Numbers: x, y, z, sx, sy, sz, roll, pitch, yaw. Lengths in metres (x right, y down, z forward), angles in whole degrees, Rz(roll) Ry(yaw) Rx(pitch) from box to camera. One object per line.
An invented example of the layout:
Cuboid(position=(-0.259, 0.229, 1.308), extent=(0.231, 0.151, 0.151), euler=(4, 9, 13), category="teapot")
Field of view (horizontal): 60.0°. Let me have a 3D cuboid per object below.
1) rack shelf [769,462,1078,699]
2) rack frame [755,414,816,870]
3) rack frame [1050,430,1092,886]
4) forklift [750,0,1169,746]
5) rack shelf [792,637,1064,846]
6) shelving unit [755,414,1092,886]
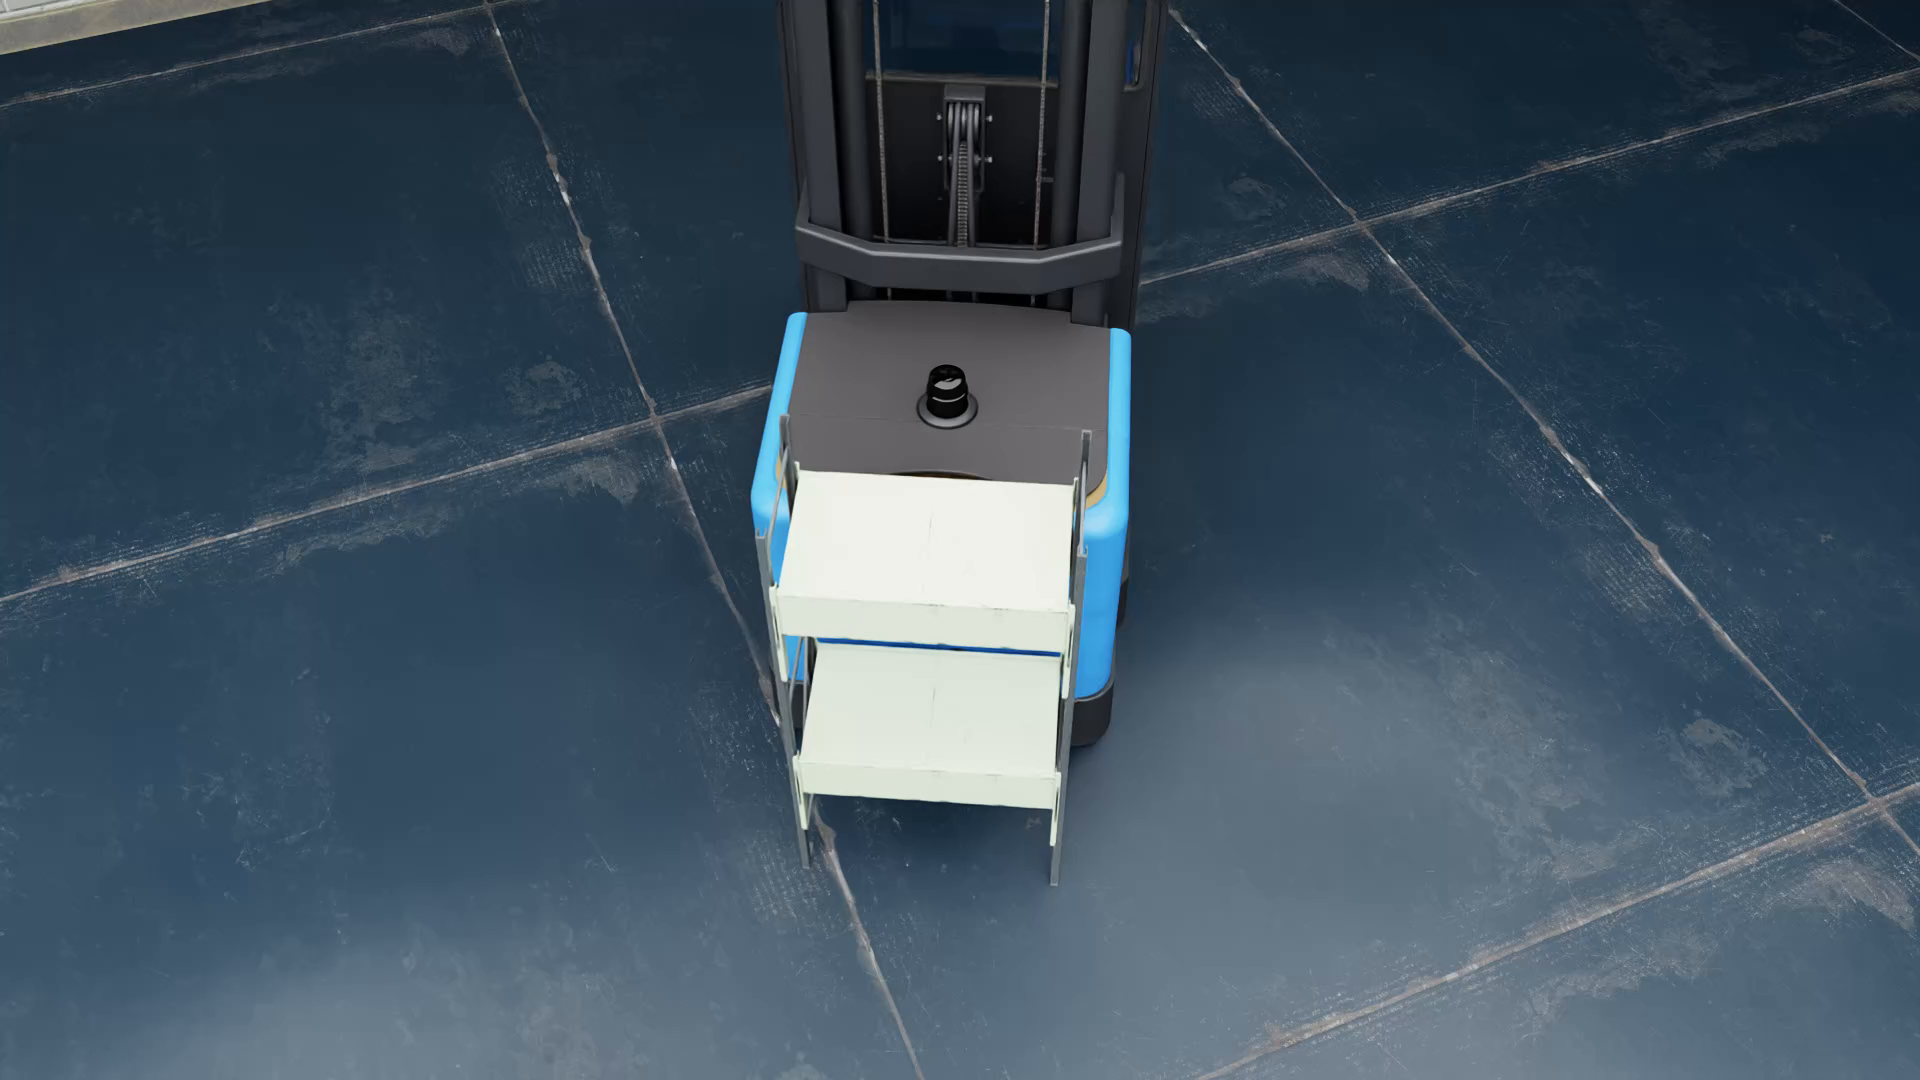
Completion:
Cuboid(position=(-0.075, 0.100, 4.161), extent=(0.720, 0.370, 0.431), euler=(3, 49, 3), category="rack shelf")
Cuboid(position=(-0.440, 0.333, 4.475), extent=(0.023, 1.500, 0.400), euler=(3, 49, 3), category="rack frame")
Cuboid(position=(0.290, 0.375, 4.439), extent=(0.023, 1.500, 0.400), euler=(3, 49, 3), category="rack frame")
Cuboid(position=(0.049, -1.444, 5.058), extent=(1.130, 2.935, 3.031), euler=(3, 49, 3), category="forklift")
Cuboid(position=(-0.075, 0.567, 4.704), extent=(0.720, 0.370, 0.431), euler=(3, 49, 3), category="rack shelf")
Cuboid(position=(-0.075, 0.354, 4.457), extent=(0.755, 1.500, 0.431), euler=(3, 49, 3), category="shelving unit")
